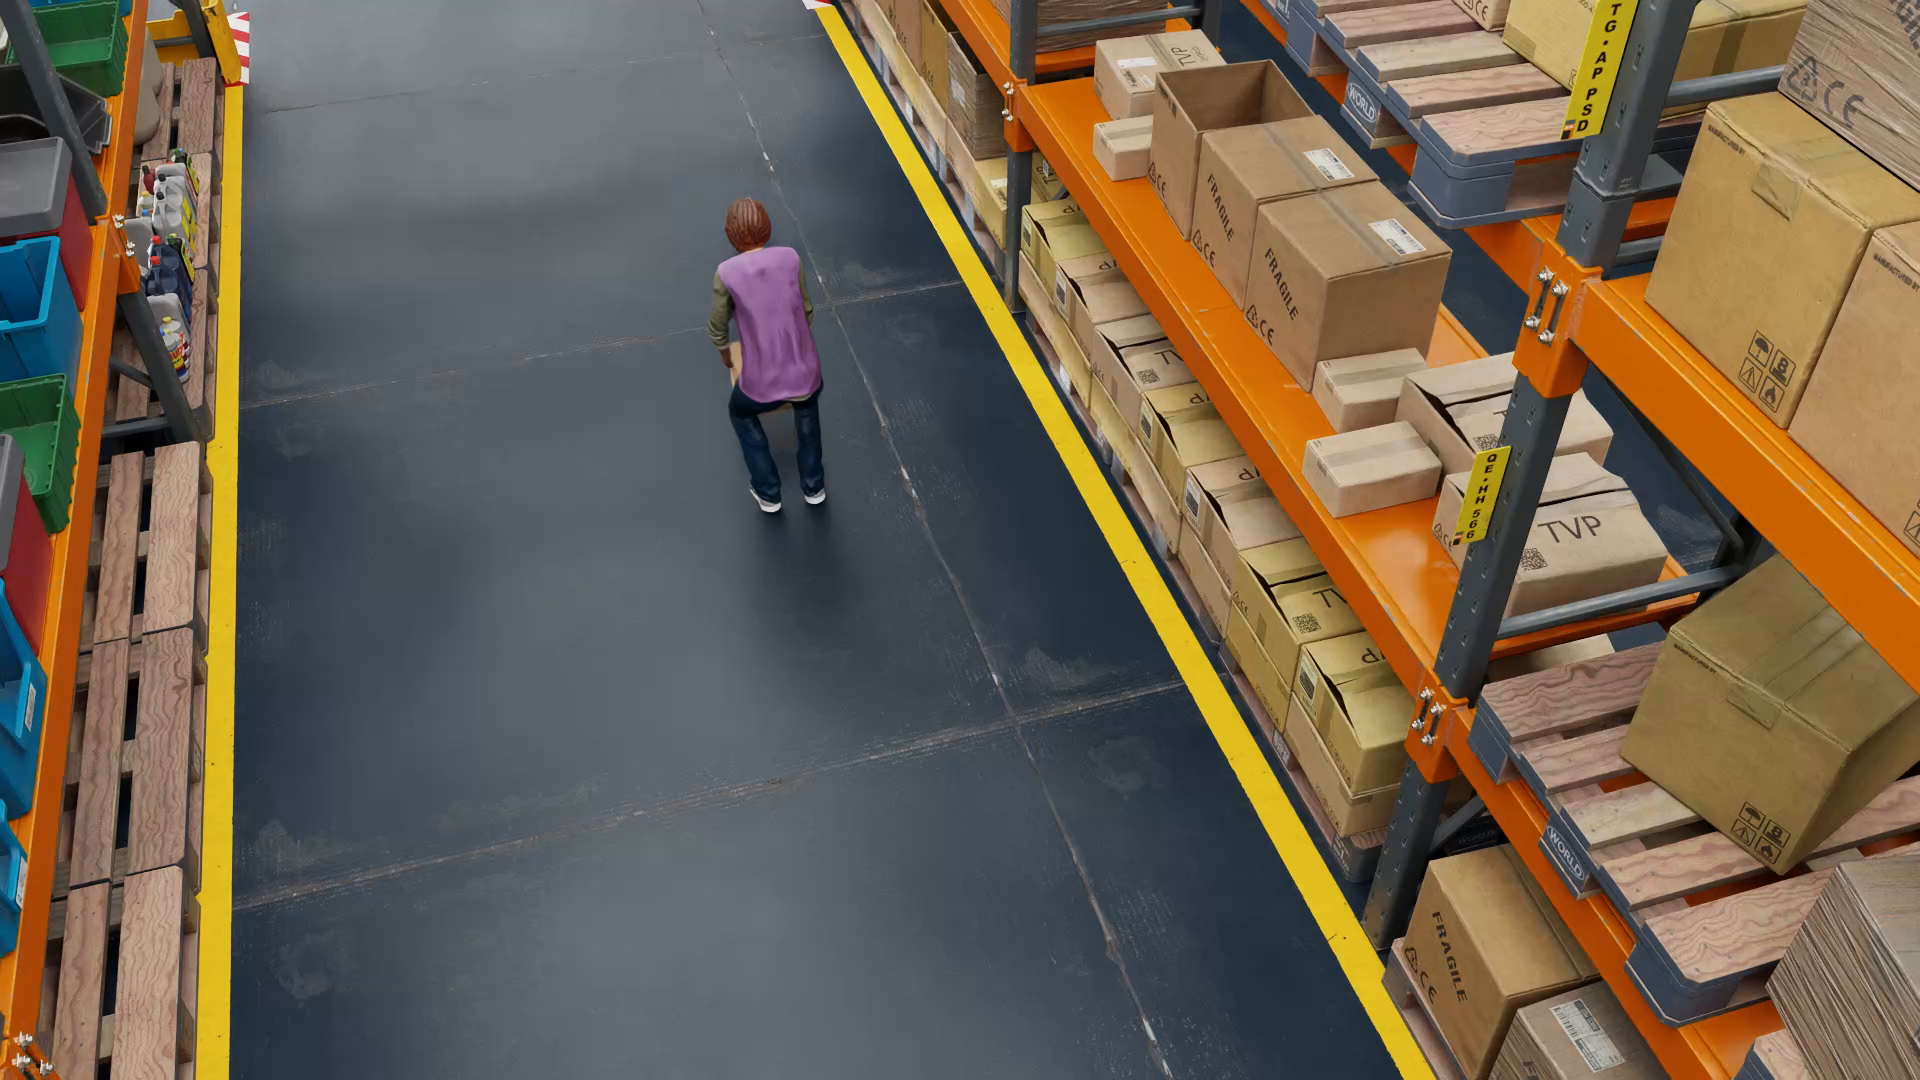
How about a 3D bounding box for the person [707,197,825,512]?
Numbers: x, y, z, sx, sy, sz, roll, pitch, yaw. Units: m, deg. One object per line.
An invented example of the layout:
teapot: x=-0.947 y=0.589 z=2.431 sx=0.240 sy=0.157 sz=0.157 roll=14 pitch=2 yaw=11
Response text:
person: x=-0.821 y=-0.735 z=7.109 sx=0.456 sy=1.408 sz=0.560 roll=-12 pitch=44 yaw=-12
